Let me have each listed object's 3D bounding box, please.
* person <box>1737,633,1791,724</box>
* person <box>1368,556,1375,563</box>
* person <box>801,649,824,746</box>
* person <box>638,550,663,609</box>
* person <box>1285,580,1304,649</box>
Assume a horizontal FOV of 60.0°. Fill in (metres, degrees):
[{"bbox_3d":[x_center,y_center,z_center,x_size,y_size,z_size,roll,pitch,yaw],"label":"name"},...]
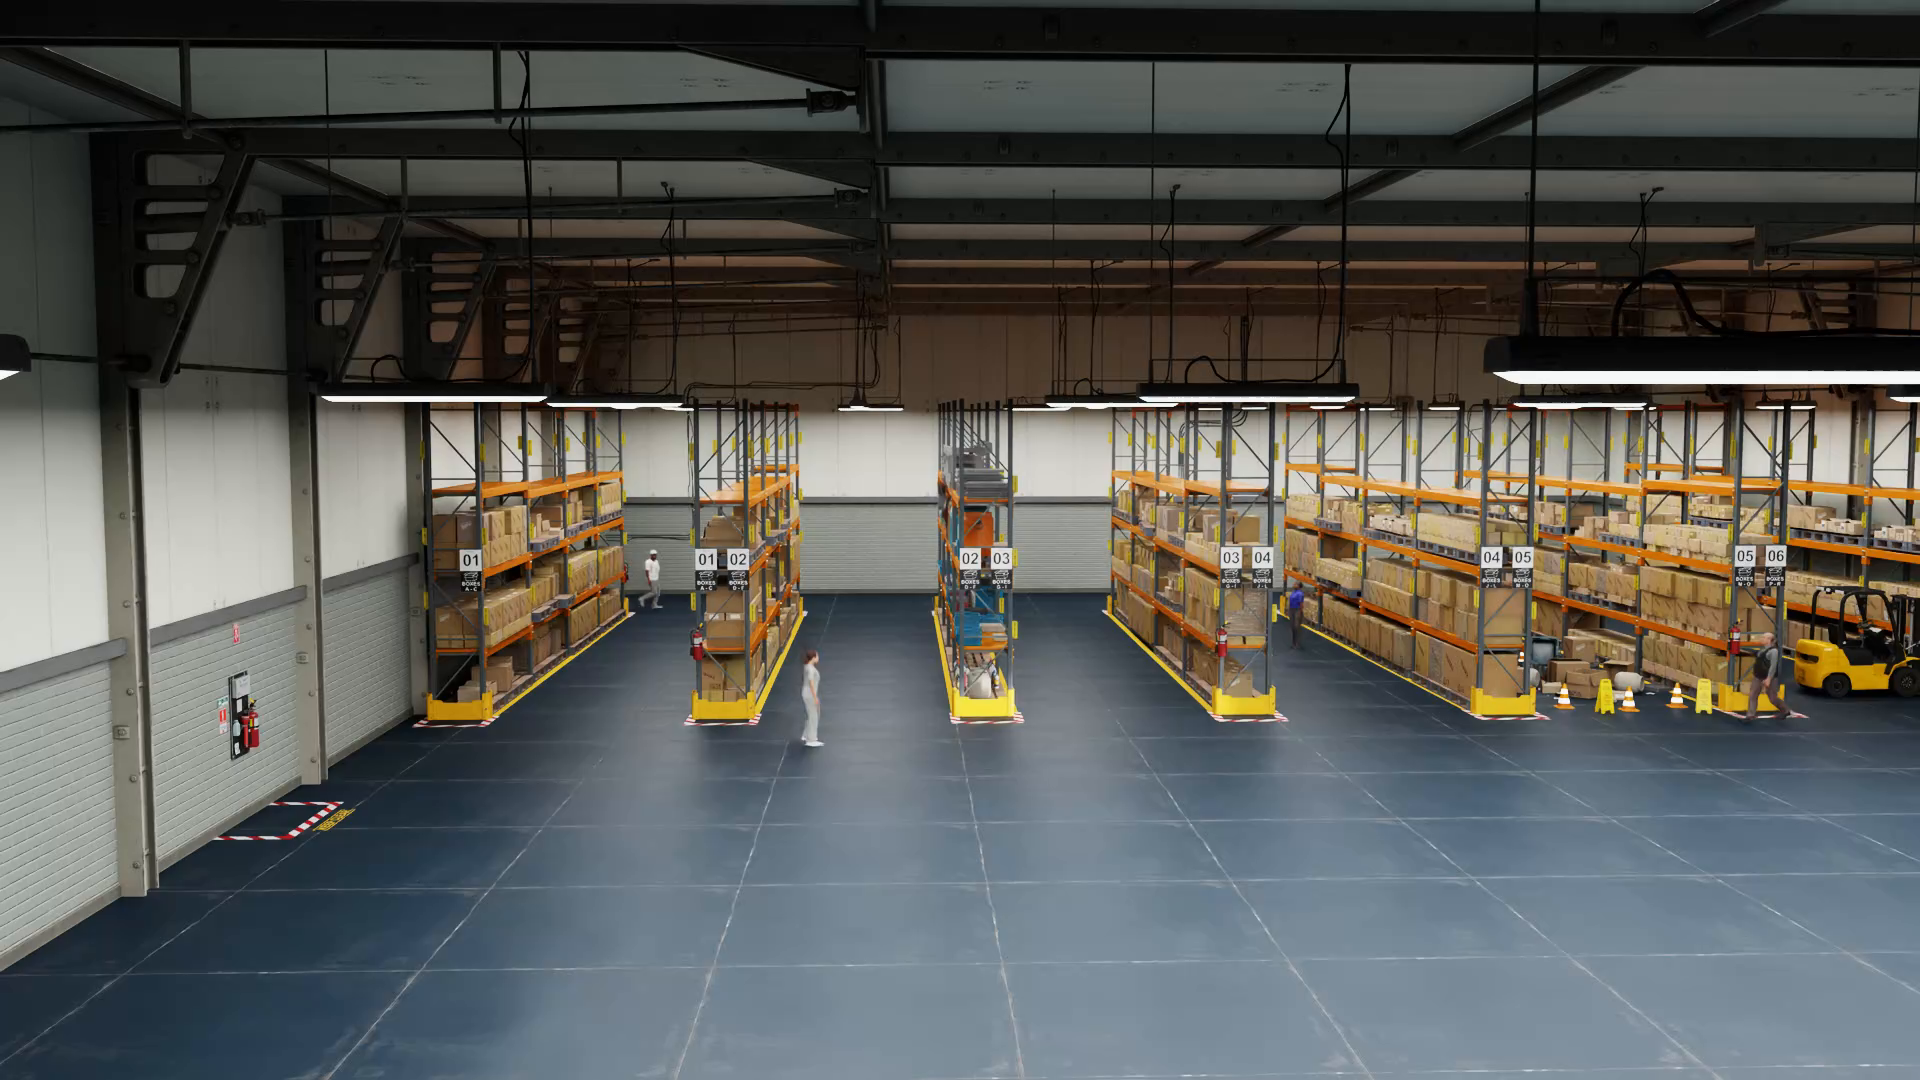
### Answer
[{"bbox_3d":[14.893,2.553,30.682,0.982,1.696,0.509,-2,5,-23],"label":"person"},{"bbox_3d":[11.399,1.339,45.950,0.407,1.785,0.618,2,5,21],"label":"person"},{"bbox_3d":[-2.558,2.740,28.741,0.362,1.724,0.516,-1,4,-11],"label":"person"},{"bbox_3d":[-9.045,1.151,48.614,0.677,1.736,0.608,0,4,2],"label":"person"},{"bbox_3d":[8.185,1.838,40.671,0.507,1.704,0.475,-4,6,-39],"label":"person"}]
